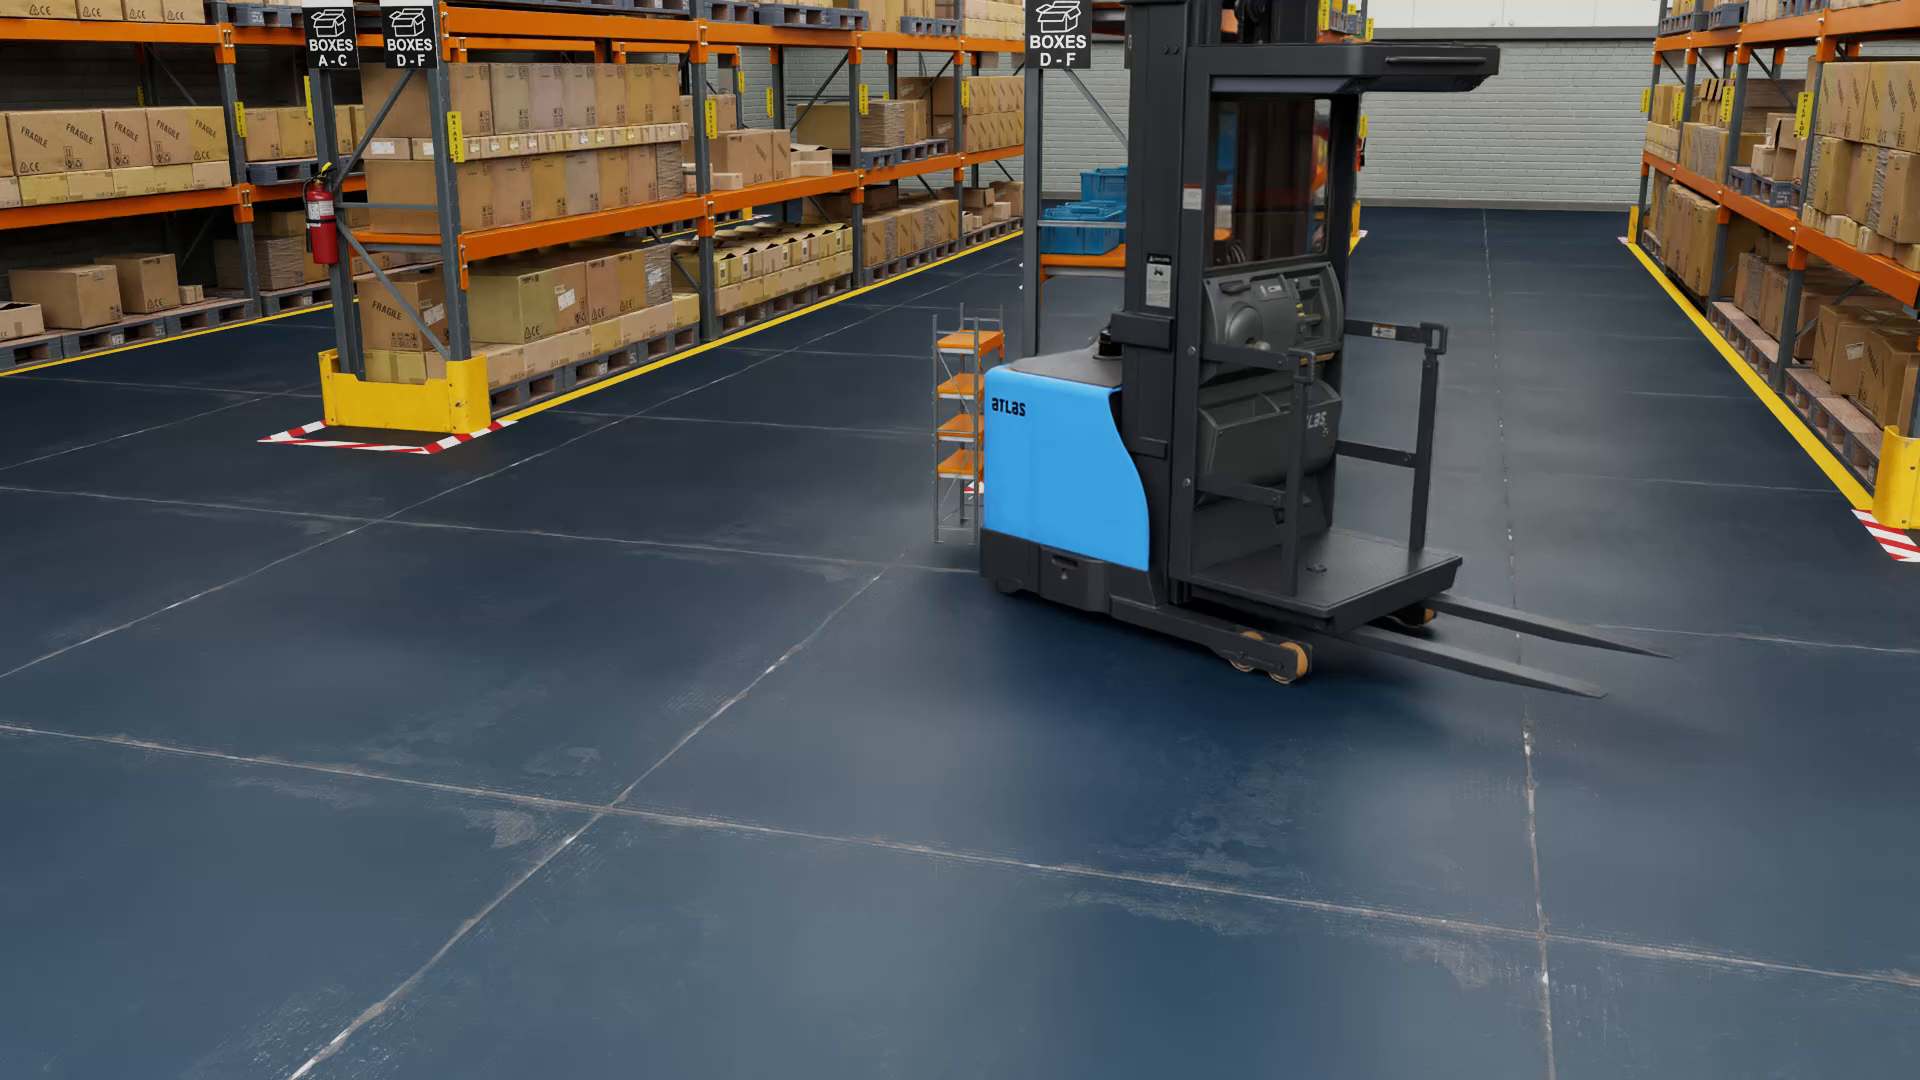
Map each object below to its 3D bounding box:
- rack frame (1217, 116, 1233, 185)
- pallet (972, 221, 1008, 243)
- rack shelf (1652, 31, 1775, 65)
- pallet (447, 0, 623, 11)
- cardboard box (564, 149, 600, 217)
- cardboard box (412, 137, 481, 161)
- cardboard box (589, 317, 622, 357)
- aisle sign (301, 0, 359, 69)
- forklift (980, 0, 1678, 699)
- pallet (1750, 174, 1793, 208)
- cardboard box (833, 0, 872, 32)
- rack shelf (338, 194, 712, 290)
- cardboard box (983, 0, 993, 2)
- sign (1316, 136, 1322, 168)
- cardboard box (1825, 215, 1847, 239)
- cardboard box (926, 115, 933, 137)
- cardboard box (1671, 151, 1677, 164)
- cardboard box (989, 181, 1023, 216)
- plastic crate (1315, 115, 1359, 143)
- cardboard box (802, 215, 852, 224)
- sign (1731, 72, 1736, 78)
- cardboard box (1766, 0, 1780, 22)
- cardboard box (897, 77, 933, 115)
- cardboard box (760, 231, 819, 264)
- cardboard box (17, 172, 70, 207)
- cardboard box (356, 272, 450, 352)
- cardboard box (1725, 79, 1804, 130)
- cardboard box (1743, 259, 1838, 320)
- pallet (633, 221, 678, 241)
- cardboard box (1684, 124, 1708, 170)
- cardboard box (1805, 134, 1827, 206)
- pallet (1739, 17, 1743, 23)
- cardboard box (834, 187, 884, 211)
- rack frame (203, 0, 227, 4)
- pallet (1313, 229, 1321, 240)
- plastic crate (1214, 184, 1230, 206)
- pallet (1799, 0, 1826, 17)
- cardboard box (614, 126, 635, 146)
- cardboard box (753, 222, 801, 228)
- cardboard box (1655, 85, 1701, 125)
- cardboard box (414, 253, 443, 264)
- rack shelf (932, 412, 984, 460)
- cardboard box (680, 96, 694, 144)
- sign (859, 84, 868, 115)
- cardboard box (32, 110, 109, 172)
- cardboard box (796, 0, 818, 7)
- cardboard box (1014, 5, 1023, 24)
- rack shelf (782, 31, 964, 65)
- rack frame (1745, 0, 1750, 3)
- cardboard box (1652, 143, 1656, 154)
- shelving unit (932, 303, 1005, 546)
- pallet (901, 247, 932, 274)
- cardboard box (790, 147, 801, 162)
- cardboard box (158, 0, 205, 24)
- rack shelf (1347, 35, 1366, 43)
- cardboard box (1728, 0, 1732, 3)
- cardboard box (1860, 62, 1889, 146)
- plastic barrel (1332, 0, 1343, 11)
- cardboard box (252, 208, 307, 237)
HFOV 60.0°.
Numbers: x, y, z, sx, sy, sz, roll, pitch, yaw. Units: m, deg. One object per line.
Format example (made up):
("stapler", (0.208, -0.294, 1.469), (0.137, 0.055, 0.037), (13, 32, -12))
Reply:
("rack frame", (2.012, -2.923, 13.637), (1.000, 3.000, 0.127), (5, 16, 16))
("pallet", (0.079, -4.559, 24.517), (1.003, 0.211, 1.213), (5, 16, 16))
("rack shelf", (9.603, -6.252, 21.196), (1.077, 0.370, 4.000), (5, 16, 16))
("pallet", (-3.302, -4.165, 12.682), (1.003, 0.211, 1.213), (5, 16, 16))
("cardboard box", (-3.290, -2.836, 13.148), (0.700, 0.500, 0.500), (5, 17, 18))
("cardboard box", (-3.555, -2.708, 11.506), (0.380, 0.149, 0.250), (5, 16, 15))
("cardboard box", (-3.079, -1.656, 13.440), (0.500, 0.250, 0.500), (5, 16, 16))
("aisle sign", (-4.173, -3.518, 10.970), (0.394, 0.787, 0.004), (5, 16, 16))
("forklift", (1.490, -0.985, 6.931), (1.130, 2.935, 3.031), (-15, 22, -43))
("pallet", (7.374, -2.972, 14.162), (1.003, 0.211, 1.213), (5, 16, 16))
("cardboard box", (-1.507, -5.962, 18.673), (0.910, 0.500, 0.500), (5, 16, 16))
("rack shelf", (-3.304, -2.439, 13.248), (1.077, 0.370, 4.000), (5, 16, 16))
("cardboard box", (0.053, -7.754, 23.159), (0.700, 0.500, 0.500), (5, 16, 16))
("sign", (3.678, -4.007, 17.161), (0.100, 0.325, 0.005), (5, 16, 16))
("cardboard box", (6.111, -2.125, 11.284), (0.380, 0.149, 0.250), (5, 16, 16))
("cardboard box", (-0.566, -5.600, 22.892), (0.500, 0.500, 0.500), (5, 17, 17))
("cardboard box", (8.807, -4.616, 20.067), (0.380, 0.149, 0.250), (5, 17, 16))
("cardboard box", (0.756, -5.295, 25.776), (0.500, 0.500, 0.500), (5, 16, 16))
("plastic crate", (5.506, -6.006, 24.333), (0.616, 0.435, 0.499), (5, 16, 16))
("cardboard box", (-1.558, -3.626, 19.892), (0.500, 0.500, 0.500), (5, 17, 18))
("sign", (10.688, -6.304, 23.000), (0.100, 0.325, 0.005), (5, 16, 16))
("cardboard box", (7.237, -4.583, 14.270), (0.500, 0.250, 0.500), (5, 17, 17))
("cardboard box", (-0.567, -6.082, 22.761), (0.500, 0.500, 0.500), (5, 17, 16))
("cardboard box", (-1.799, -3.079, 17.429), (0.500, 0.311, 0.500), (5, 16, 16))
("cardboard box", (-7.896, -2.955, 13.988), (0.500, 0.250, 0.500), (4, 16, 15))
("cardboard box", (-4.005, -1.665, 12.097), (0.500, 0.500, 0.500), (5, 16, 16))
("cardboard box", (8.309, -4.476, 17.092), (0.797, 0.503, 0.637), (5, 17, 17))
("cardboard box", (7.581, -2.271, 15.115), (0.700, 0.500, 0.500), (3, 16, 11))
("pallet", (-4.922, -4.635, 24.785), (1.003, 0.211, 1.213), (5, 16, 16))
("cardboard box", (8.522, -4.447, 18.829), (0.500, 0.500, 0.500), (5, 16, 16))
("cardboard box", (6.574, -2.617, 11.831), (0.875, 0.500, 0.500), (5, 16, 16))
("pallet", (8.821, -5.739, 18.420), (0.805, 0.209, 1.217), (4, 16, 14))
("cardboard box", (-1.260, -4.270, 20.788), (0.500, 0.250, 0.500), (4, 16, 15))
("rack frame", (-7.486, -6.577, 15.527), (1.000, 3.000, 0.127), (5, 16, 16))
("pallet", (4.802, -4.190, 23.215), (1.003, 0.211, 1.213), (5, 16, 16))
("plastic crate", (1.958, -2.541, 12.562), (0.499, 0.251, 0.616), (5, 16, 16))
("pallet", (7.039, -4.045, 12.440), (1.213, 0.211, 1.003), (5, 16, 16))
("cardboard box", (-2.899, -3.314, 13.645), (0.380, 0.149, 0.250), (5, 16, 16))
("cardboard box", (-2.029, -3.389, 18.523), (0.500, 0.311, 0.500), (5, 17, 18))
("cardboard box", (9.492, -5.739, 21.920), (0.500, 0.500, 0.500), (4, 16, 14))
("cardboard box", (-6.504, -3.554, 19.638), (0.700, 0.500, 0.500), (5, 17, 17))
("rack shelf", (0.047, -0.556, 8.837), (0.258, 0.148, 0.480), (5, 16, 16))
("cardboard box", (-4.633, -6.451, 25.525), (0.980, 0.700, 0.700), (4, 16, 13))
("sign", (-1.066, -4.869, 18.378), (0.100, 0.325, 0.005), (5, 16, 16))
("cardboard box", (-7.761, -3.444, 14.337), (0.500, 0.500, 0.500), (5, 17, 18))
("cardboard box", (-1.806, -5.666, 17.316), (0.500, 0.250, 0.500), (5, 17, 17))
("cardboard box", (0.631, -7.774, 24.602), (0.500, 0.250, 0.500), (5, 16, 16))
("rack shelf", (-1.031, -5.975, 20.218), (1.077, 0.370, 4.000), (5, 16, 16))
("rack frame", (7.898, -6.471, 15.154), (1.000, 3.000, 0.127), (5, 16, 16))
("cardboard box", (9.464, -5.221, 22.200), (0.380, 0.149, 0.250), (4, 16, 15))
("shelving unit", (0.047, -0.621, 8.818), (0.258, 1.200, 0.503), (5, 16, 16))
("pallet", (-1.002, -3.523, 20.865), (1.003, 0.211, 1.213), (5, 16, 16))
("cardboard box", (-2.039, -4.093, 17.925), (0.500, 0.311, 0.500), (4, 16, 15))
("cardboard box", (-7.394, -5.040, 15.384), (0.500, 0.500, 0.500), (5, 17, 17))
("rack shelf", (4.854, -6.636, 22.550), (1.077, 0.370, 4.000), (5, 16, 16))
("cardboard box", (8.458, -5.816, 17.382), (0.797, 0.503, 0.637), (4, 16, 15))
("cardboard box", (5.975, -2.720, 10.360), (0.500, 0.500, 0.500), (5, 16, 16))
("plastic barrel", (4.221, -6.497, 19.627), (0.600, 0.588, 0.600), (0, 16, 0))
("cardboard box", (-7.171, -3.370, 17.615), (0.500, 0.250, 0.500), (4, 16, 15))
